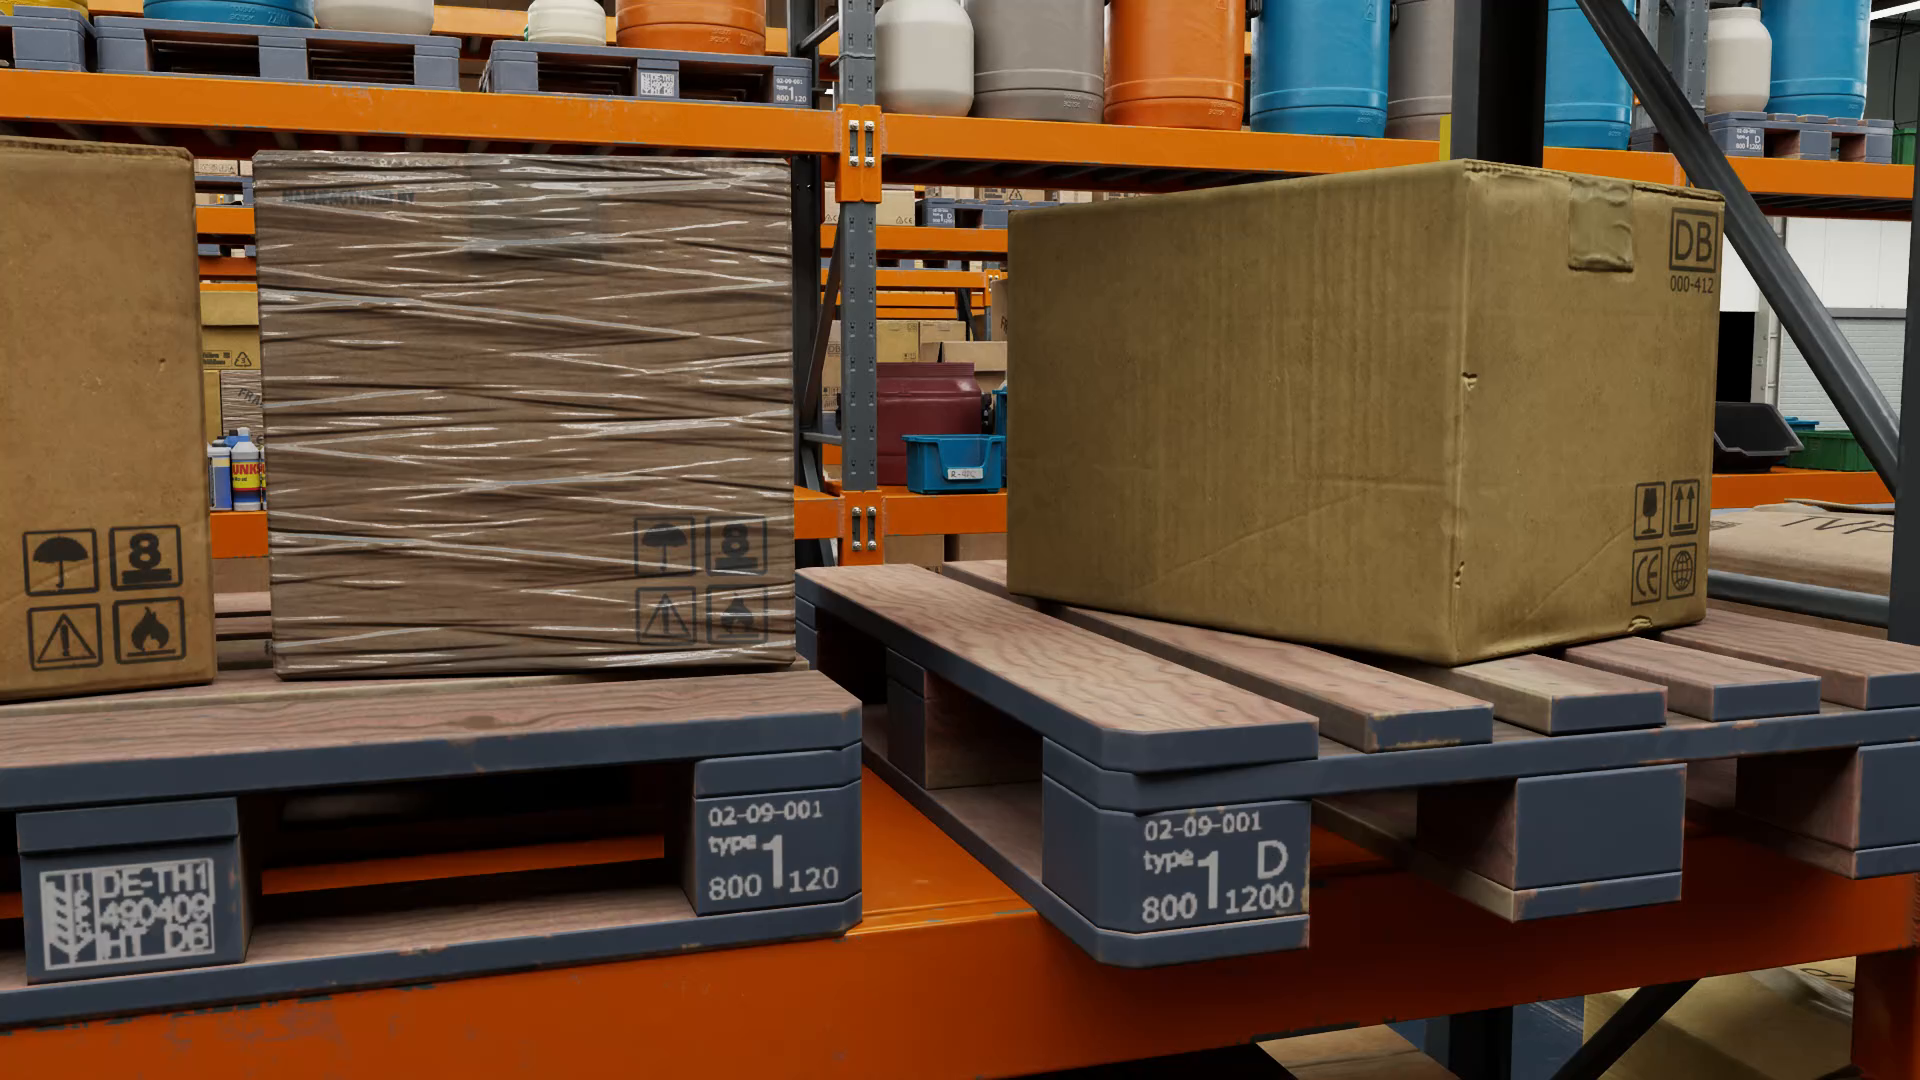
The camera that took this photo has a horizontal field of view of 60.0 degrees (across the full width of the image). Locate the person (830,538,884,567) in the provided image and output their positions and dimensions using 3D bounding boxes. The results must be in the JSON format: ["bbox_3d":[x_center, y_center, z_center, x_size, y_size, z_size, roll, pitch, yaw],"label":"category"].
[{"bbox_3d":[-0.873,0.386,9.373,0.921,0.942,0.514,-2,6,-21],"label":"person"}]
